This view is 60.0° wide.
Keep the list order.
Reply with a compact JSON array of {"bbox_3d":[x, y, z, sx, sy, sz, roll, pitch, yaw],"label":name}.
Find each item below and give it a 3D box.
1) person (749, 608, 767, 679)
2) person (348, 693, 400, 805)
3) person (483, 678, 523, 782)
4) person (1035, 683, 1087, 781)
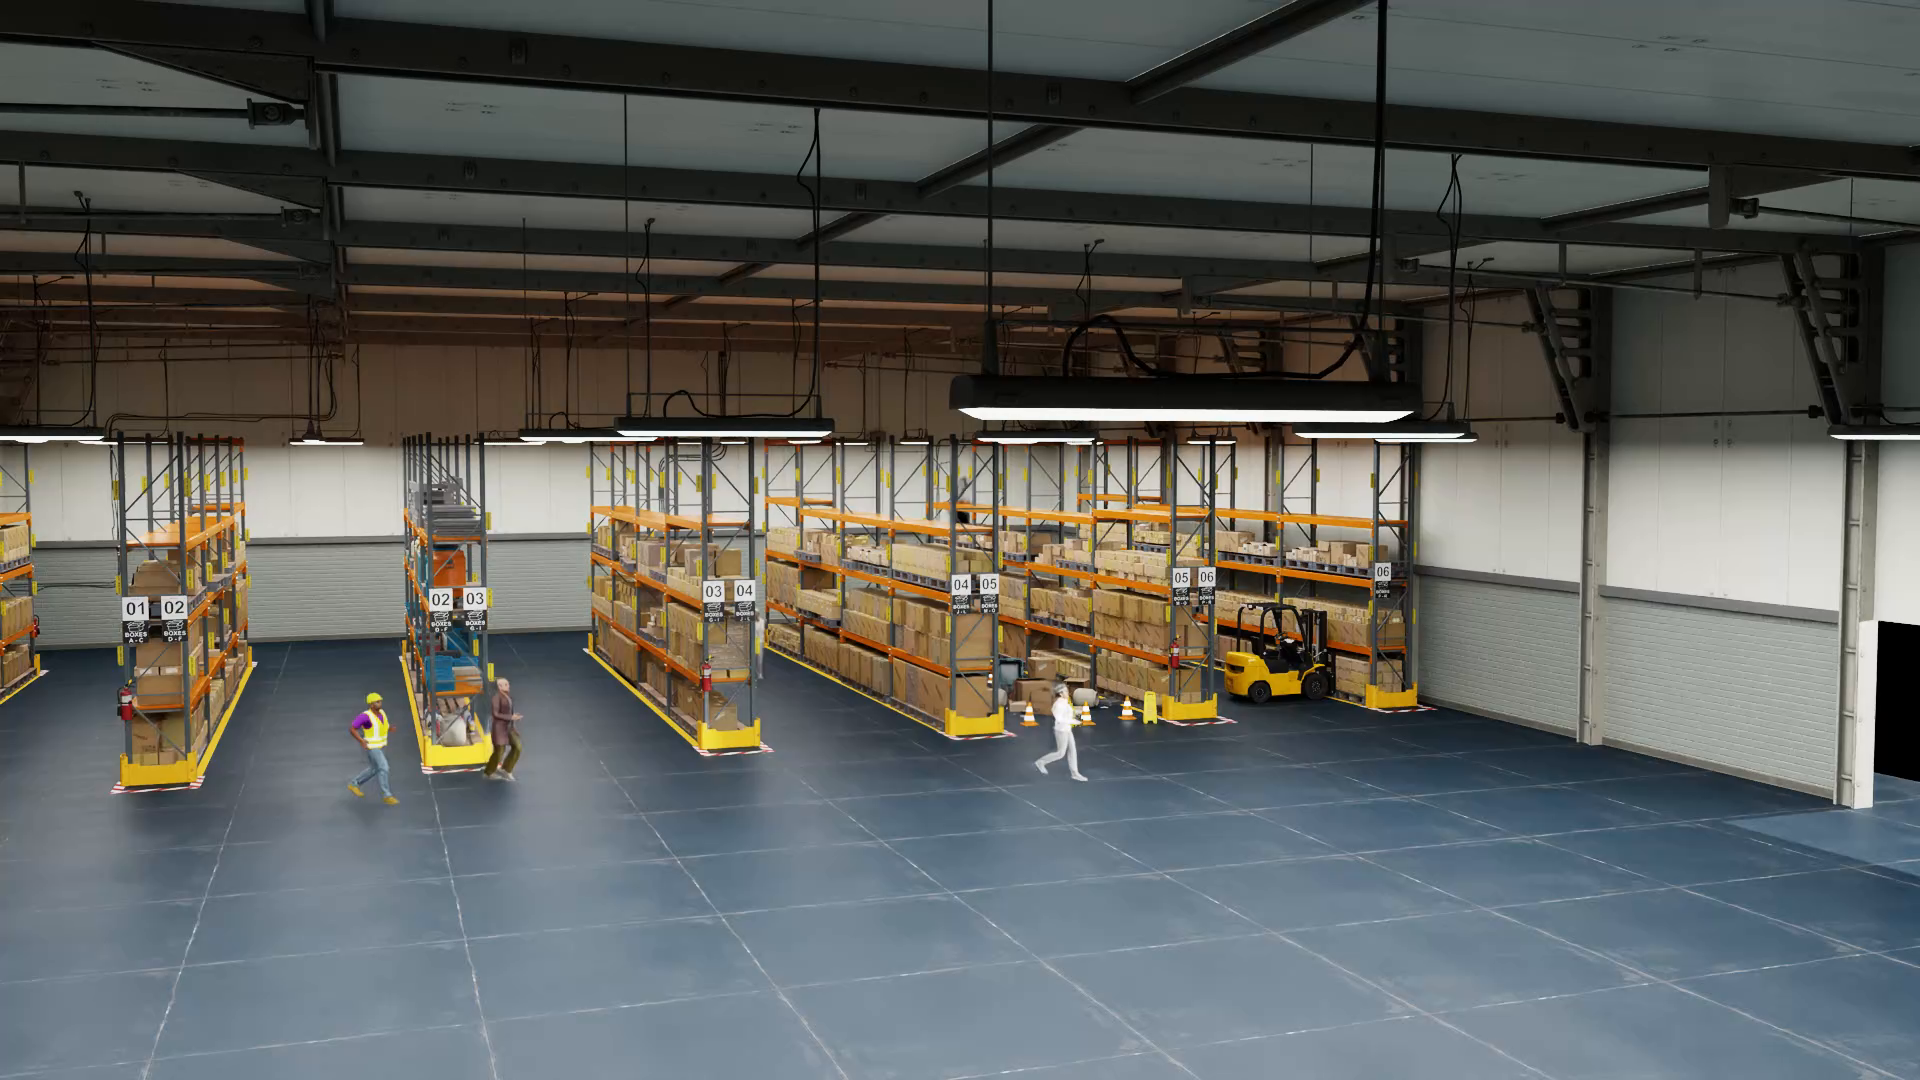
[{"bbox_3d":[-5.076,2.540,41.123,0.702,1.747,0.953,-2,4,-29],"label":"person"},{"bbox_3d":[-9.445,3.349,26.809,0.915,1.780,0.682,0,3,9],"label":"person"},{"bbox_3d":[-7.800,3.275,28.469,0.783,1.826,0.726,1,3,15],"label":"person"},{"bbox_3d":[1.745,3.292,28.541,0.901,1.687,0.616,1,3,13],"label":"person"}]
